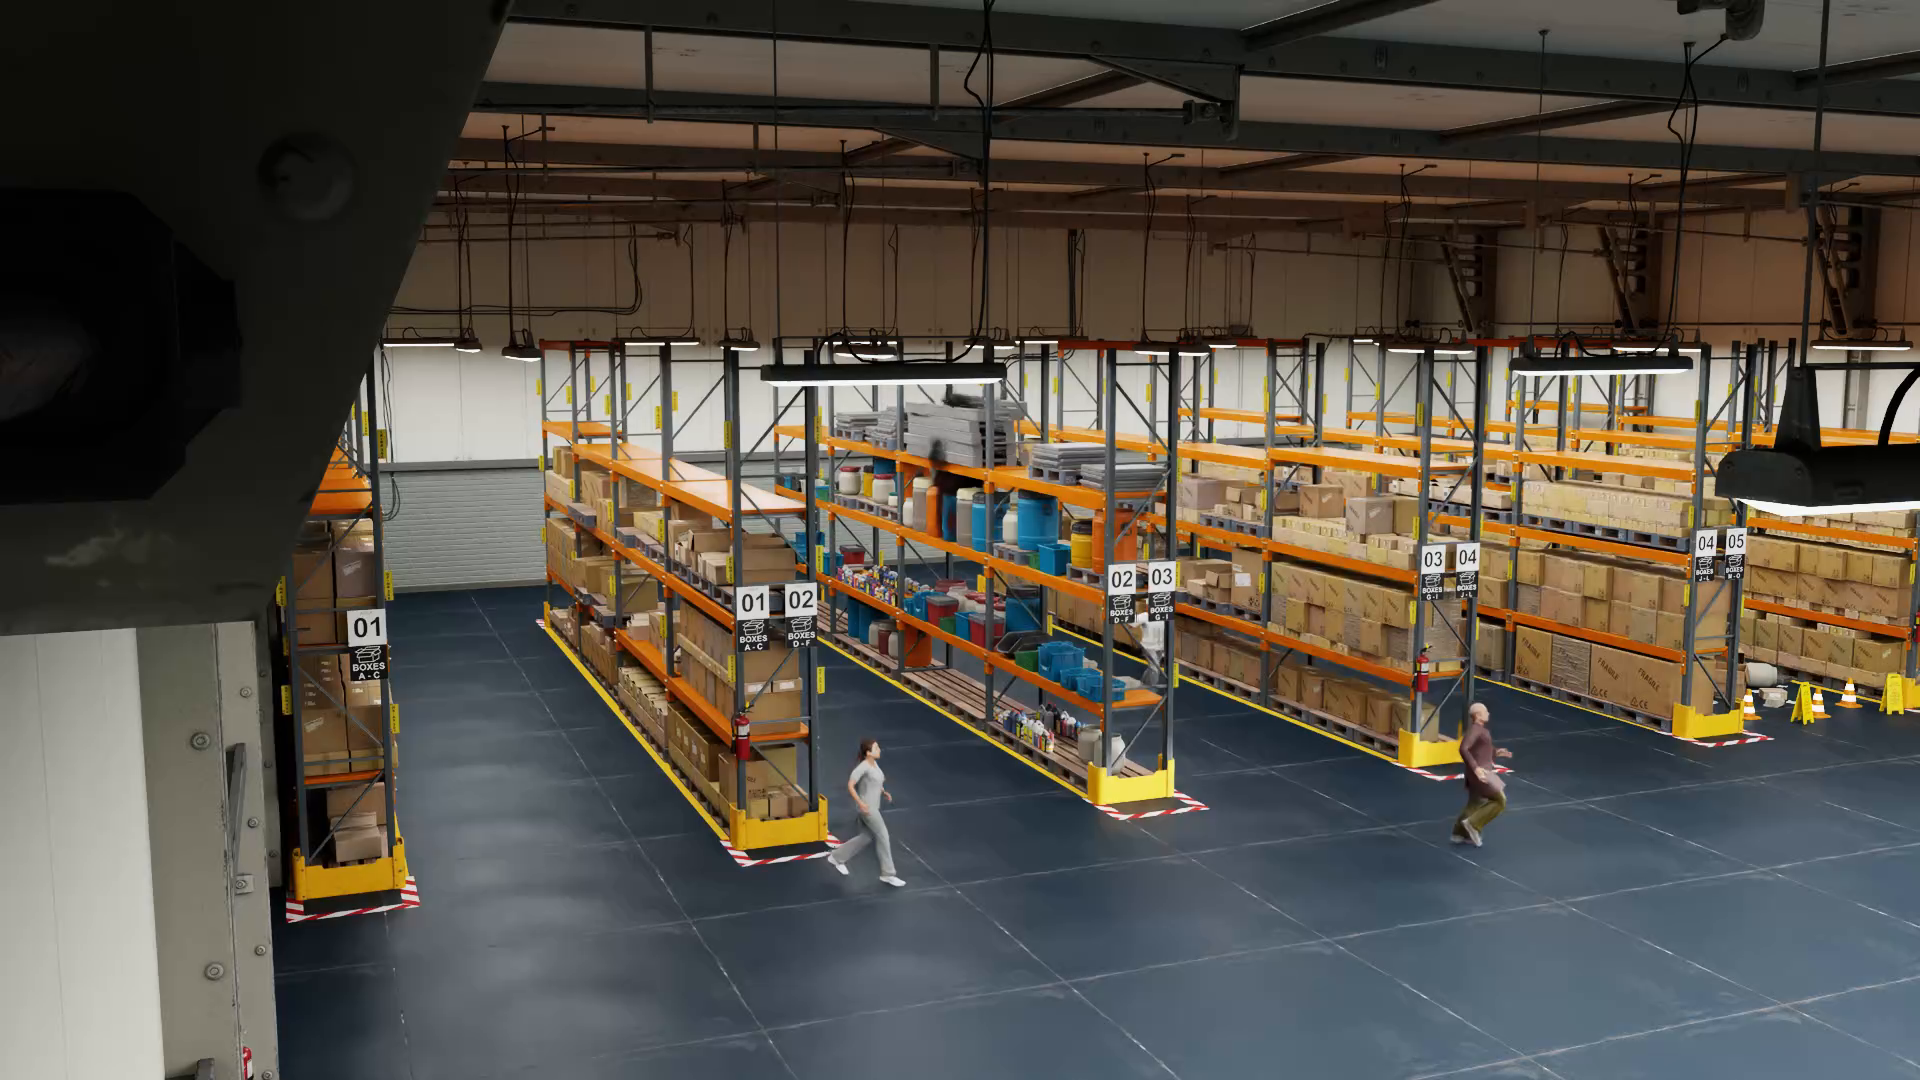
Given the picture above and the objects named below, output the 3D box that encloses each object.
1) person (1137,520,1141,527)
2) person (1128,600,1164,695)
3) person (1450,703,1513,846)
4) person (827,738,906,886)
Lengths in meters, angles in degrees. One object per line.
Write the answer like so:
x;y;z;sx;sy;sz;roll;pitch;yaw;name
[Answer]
4.214;0.261;40.490;0.650;1.629;0.563;6;10;39;person
3.219;1.840;27.783;0.677;1.821;0.820;-5;9;-34;person
6.338;2.839;20.160;0.695;1.741;0.693;1;8;9;person
-1.065;3.067;18.860;0.922;1.678;0.583;1;7;7;person
